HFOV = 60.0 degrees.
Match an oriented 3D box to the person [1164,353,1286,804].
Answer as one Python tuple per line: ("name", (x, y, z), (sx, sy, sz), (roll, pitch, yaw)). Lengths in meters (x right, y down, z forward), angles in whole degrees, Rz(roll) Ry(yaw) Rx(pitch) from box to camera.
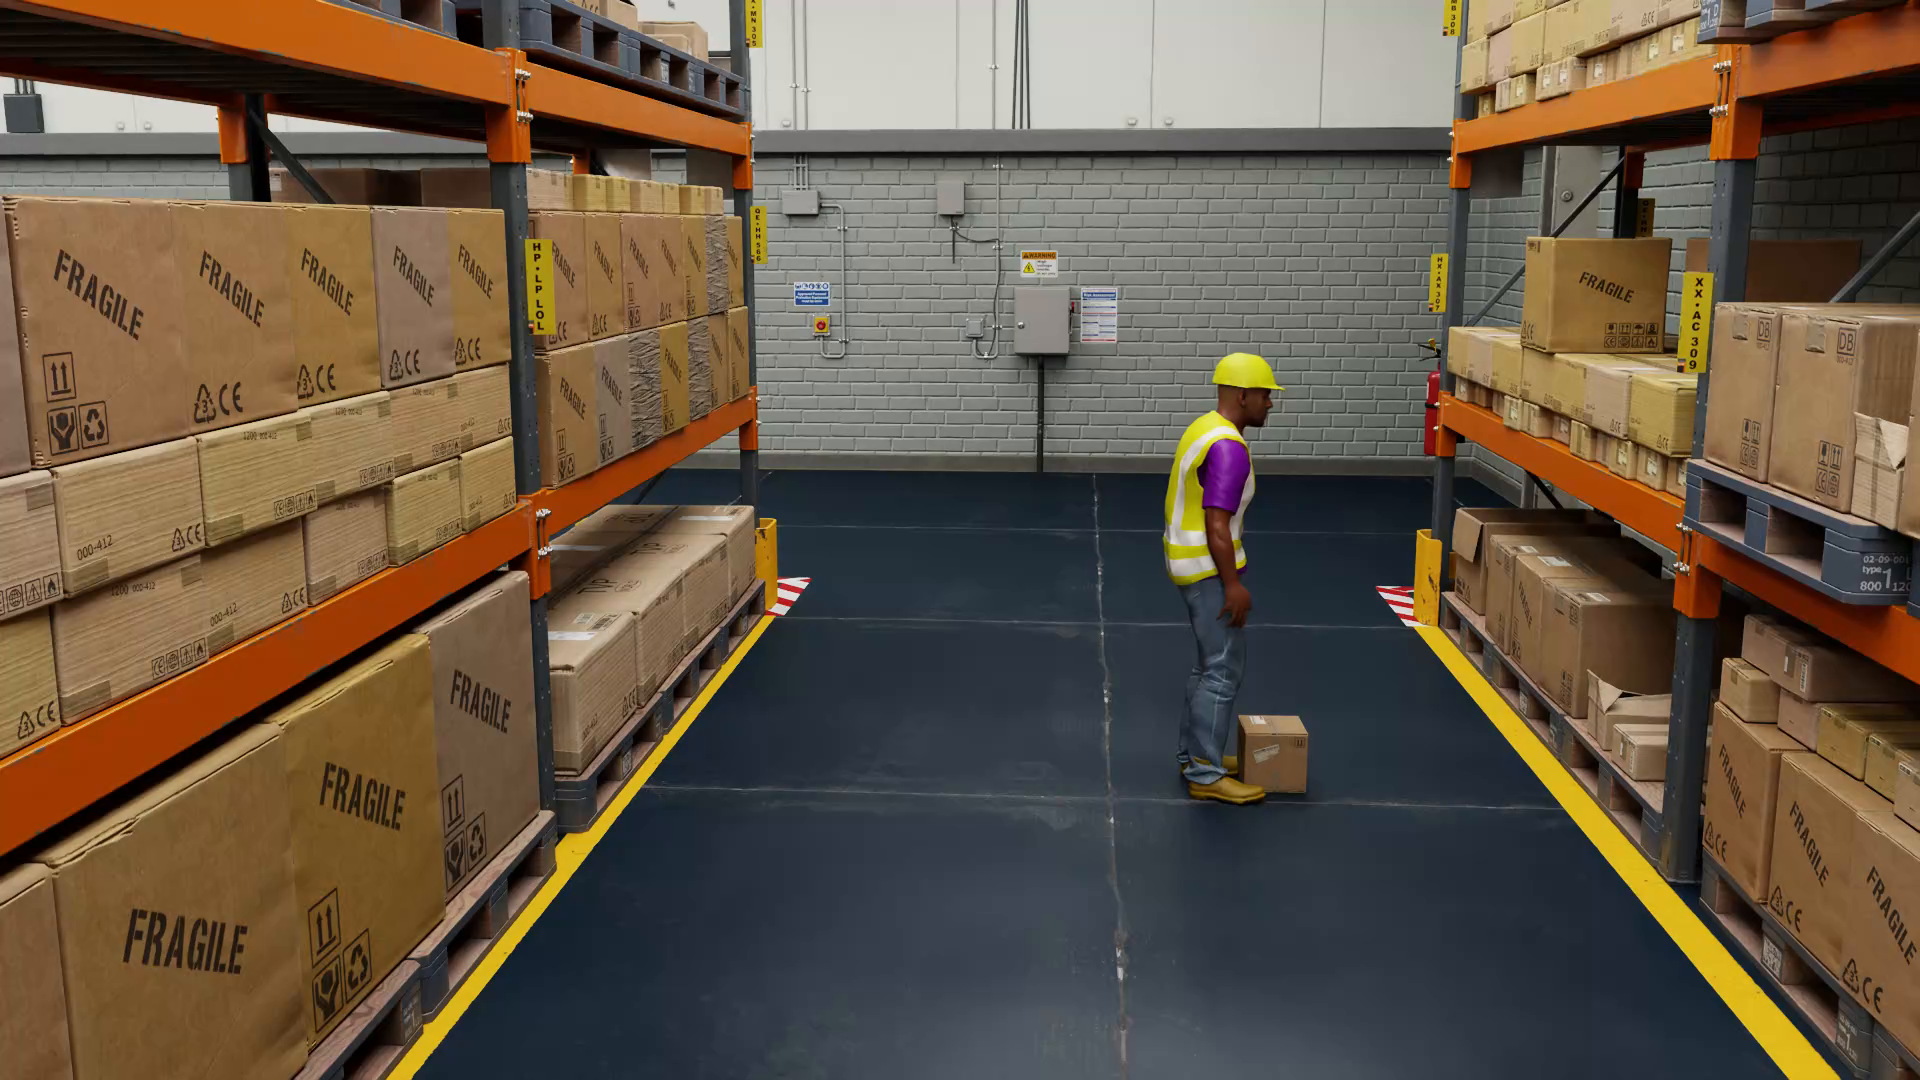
("person", (1.052, 0.132, 6.672), (0.463, 1.760, 0.635), (1, 11, 3))
